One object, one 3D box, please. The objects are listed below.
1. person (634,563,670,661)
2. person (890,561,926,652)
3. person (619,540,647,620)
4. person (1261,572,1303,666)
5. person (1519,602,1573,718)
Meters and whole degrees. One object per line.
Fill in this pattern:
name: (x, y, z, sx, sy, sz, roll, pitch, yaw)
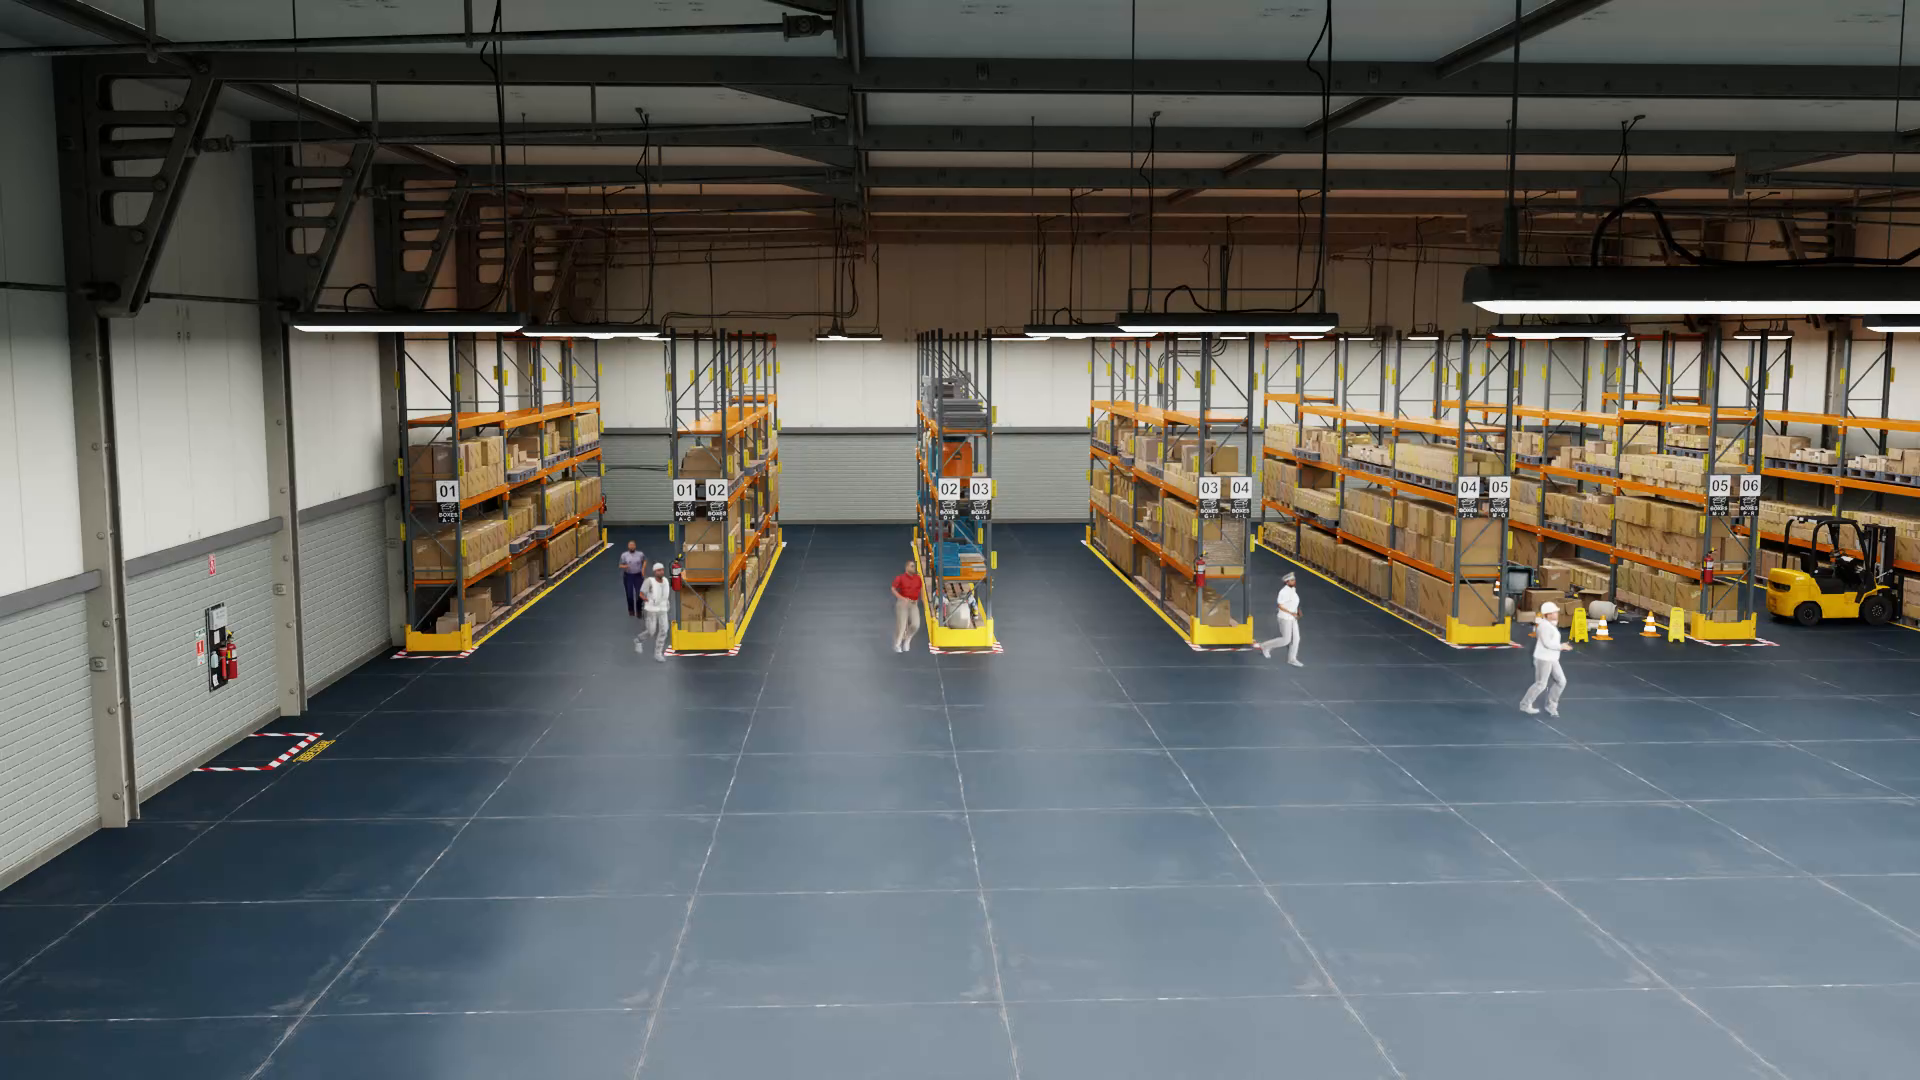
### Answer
person: (-5.554, 1.294, 30.317, 0.690, 1.767, 0.809, -7, 9, -44)
person: (-0.936, 1.246, 30.985, 0.736, 1.700, 0.571, -4, 8, -28)
person: (-6.819, 0.839, 34.678, 0.565, 1.676, 0.661, -1, 7, -12)
person: (5.820, 1.401, 29.801, 0.756, 1.696, 0.586, 5, 8, 34)
person: (9.006, 1.865, 25.499, 0.748, 1.850, 0.675, 4, 8, 30)
